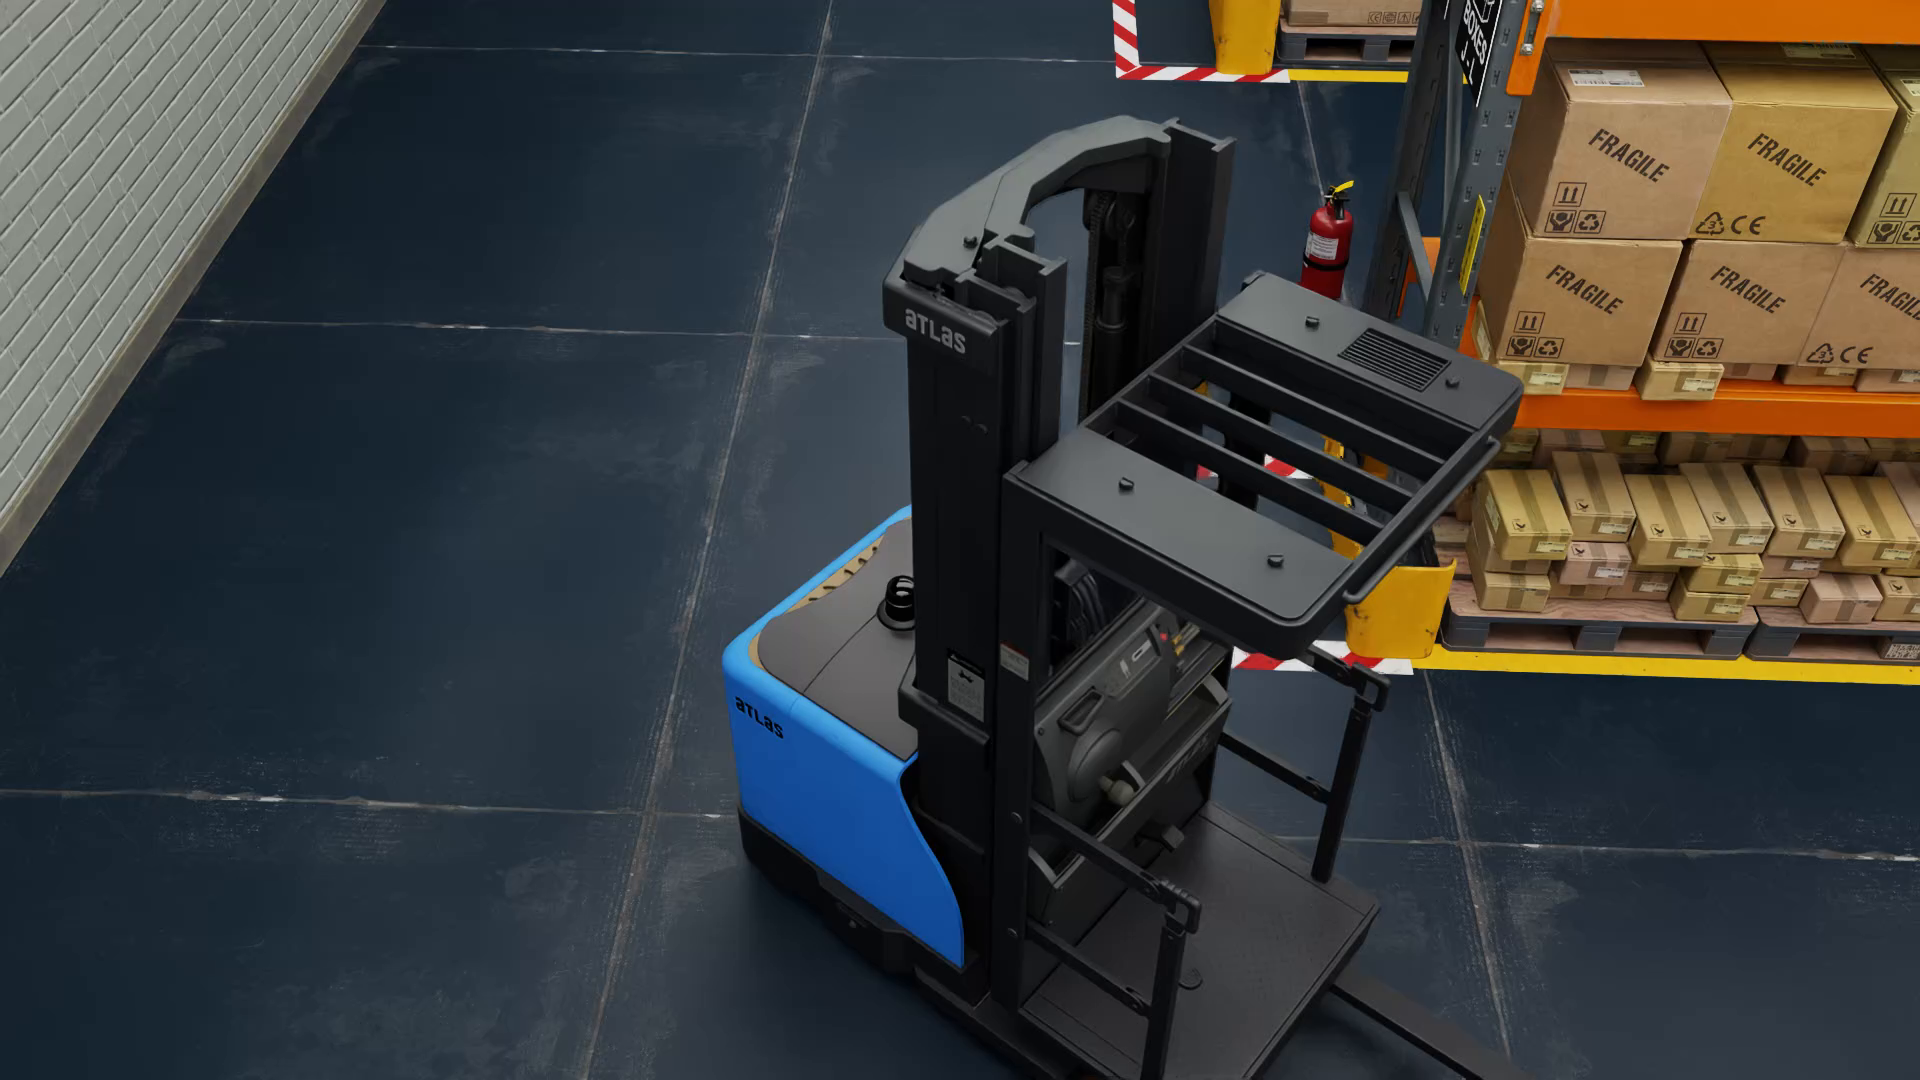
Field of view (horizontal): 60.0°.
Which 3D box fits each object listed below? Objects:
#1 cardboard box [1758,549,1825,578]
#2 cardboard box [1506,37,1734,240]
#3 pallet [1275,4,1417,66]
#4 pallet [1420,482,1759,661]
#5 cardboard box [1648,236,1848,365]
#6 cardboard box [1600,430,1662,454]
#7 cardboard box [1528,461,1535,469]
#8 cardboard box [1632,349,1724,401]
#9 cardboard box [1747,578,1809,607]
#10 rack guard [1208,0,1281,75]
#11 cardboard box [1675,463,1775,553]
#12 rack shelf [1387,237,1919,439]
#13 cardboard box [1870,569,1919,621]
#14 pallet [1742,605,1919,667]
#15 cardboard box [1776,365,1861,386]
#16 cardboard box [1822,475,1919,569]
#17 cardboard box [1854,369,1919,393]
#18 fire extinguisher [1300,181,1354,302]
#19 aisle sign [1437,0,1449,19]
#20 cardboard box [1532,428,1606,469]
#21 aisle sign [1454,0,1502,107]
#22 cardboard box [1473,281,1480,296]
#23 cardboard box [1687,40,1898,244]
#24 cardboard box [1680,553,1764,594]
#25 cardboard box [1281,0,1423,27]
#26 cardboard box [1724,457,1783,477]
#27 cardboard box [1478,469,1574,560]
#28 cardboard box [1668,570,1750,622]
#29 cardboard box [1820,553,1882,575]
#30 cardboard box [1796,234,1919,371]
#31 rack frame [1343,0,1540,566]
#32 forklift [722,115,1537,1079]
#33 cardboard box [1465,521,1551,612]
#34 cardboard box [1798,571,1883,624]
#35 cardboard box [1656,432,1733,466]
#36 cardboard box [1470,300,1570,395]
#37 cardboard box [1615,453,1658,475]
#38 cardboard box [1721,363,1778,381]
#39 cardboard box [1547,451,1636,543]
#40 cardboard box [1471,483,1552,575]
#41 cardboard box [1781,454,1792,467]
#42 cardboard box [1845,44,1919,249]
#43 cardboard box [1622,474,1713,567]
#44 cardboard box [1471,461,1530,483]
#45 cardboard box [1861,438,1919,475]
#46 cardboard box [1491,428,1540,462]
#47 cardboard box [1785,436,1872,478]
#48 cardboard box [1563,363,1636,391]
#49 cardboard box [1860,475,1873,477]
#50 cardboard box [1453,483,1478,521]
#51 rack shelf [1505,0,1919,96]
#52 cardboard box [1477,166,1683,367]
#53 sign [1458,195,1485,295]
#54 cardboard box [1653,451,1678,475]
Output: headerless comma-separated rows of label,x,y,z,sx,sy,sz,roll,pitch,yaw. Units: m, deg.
cardboard box,3.253,-0.029,6.645,0.250,0.149,0.380,0,43,0
cardboard box,2.137,-1.336,5.459,0.500,0.500,0.500,2,43,2
pallet,2.625,-3.402,10.747,1.213,0.211,1.003,2,43,2
pallet,2.587,0.052,7.039,1.213,0.211,1.003,2,43,2
cardboard box,2.673,-0.964,5.793,0.500,0.500,0.500,2,43,2
cardboard box,2.754,-0.536,6.971,0.250,0.149,0.380,1,43,1
cardboard box,2.500,-0.372,7.014,0.250,0.149,0.380,1,43,1
cardboard box,2.532,-0.670,5.953,0.250,0.149,0.380,1,43,1
cardboard box,3.233,0.085,6.742,0.250,0.149,0.380,2,43,2
rack guard,1.799,-3.479,10.618,0.348,0.500,1.175,2,43,2
cardboard box,2.987,-0.128,6.533,0.250,0.149,0.380,0,43,0
rack shelf,3.699,-0.695,6.323,4.000,0.370,1.077,2,43,2
cardboard box,3.756,0.142,6.680,0.250,0.149,0.380,2,43,2
pallet,3.802,0.091,6.997,1.213,0.211,1.003,2,43,2
cardboard box,3.067,-0.730,6.018,0.250,0.149,0.380,1,43,1
cardboard box,3.525,-0.073,6.475,0.250,0.149,0.380,2,43,3
cardboard box,3.312,-0.704,5.989,0.250,0.149,0.380,1,43,1
fire extinguisher,1.470,-1.177,6.643,0.183,0.674,0.296,2,43,2
aisle sign,1.641,-2.177,5.479,0.004,0.787,0.394,2,43,2
cardboard box,2.490,-0.457,6.887,0.250,0.149,0.380,3,43,3
aisle sign,1.614,-1.769,5.041,0.004,0.787,0.394,2,43,2
cardboard box,2.039,-1.110,6.425,0.250,0.149,0.380,2,43,2
cardboard box,2.642,-1.325,5.447,0.500,0.500,0.500,3,43,3
cardboard box,2.984,0.028,6.585,0.250,0.149,0.380,3,43,3
cardboard box,2.487,-3.657,10.547,0.875,0.438,0.875,0,43,0
cardboard box,3.278,-0.395,7.039,0.250,0.149,0.380,2,43,3
cardboard box,2.209,-0.100,6.504,0.250,0.149,0.380,0,43,0
cardboard box,2.974,0.142,6.681,0.250,0.149,0.380,2,43,2
cardboard box,3.526,-0.049,6.667,0.250,0.149,0.380,4,43,4
cardboard box,3.162,-0.940,5.767,0.500,0.500,0.500,2,43,2
rack frame,1.701,-1.019,6.144,0.127,3.000,1.000,2,43,2
forklift,0.677,0.454,4.612,3.031,2.935,1.130,29,50,28
cardboard box,2.210,0.104,6.721,0.250,0.149,0.380,3,43,3
cardboard box,3.478,0.152,6.670,0.250,0.149,0.380,0,43,0
cardboard box,3.010,-0.485,6.917,0.250,0.149,0.380,0,43,0
cardboard box,2.010,-0.694,5.979,0.250,0.149,0.380,1,43,2
cardboard box,2.760,-0.402,7.046,0.250,0.149,0.380,0,43,0
cardboard box,2.797,-0.755,6.045,0.250,0.149,0.380,4,43,4
cardboard box,2.490,-0.174,6.583,0.250,0.149,0.380,2,43,3
cardboard box,2.213,-0.048,6.666,0.250,0.149,0.380,3,43,4
cardboard box,3.533,-0.375,7.017,0.250,0.149,0.380,4,43,4
cardboard box,3.160,-1.294,5.413,0.500,0.500,0.500,1,43,1
cardboard box,2.736,-0.079,6.481,0.250,0.149,0.380,2,43,2
cardboard box,2.241,-0.417,7.062,0.250,0.149,0.380,1,43,1
cardboard box,3.802,-0.442,6.871,0.250,0.149,0.380,2,43,2
cardboard box,2.241,-0.504,6.937,0.250,0.149,0.380,2,43,2
cardboard box,3.539,-0.431,6.859,0.250,0.149,0.380,0,43,0
cardboard box,2.266,-0.715,6.001,0.250,0.149,0.380,3,43,3
cardboard box,3.810,-0.385,7.028,0.250,0.149,0.380,2,43,2
cardboard box,2.236,-0.256,7.107,0.250,0.149,0.380,2,43,3
rack shelf,3.699,-1.792,5.301,4.000,0.370,1.077,2,43,2
cardboard box,2.137,-0.963,5.792,0.500,0.500,0.500,4,43,4
sign,1.677,-0.967,5.452,0.005,0.325,0.100,2,43,2
cardboard box,3.024,-0.324,6.962,0.250,0.149,0.380,1,43,1
